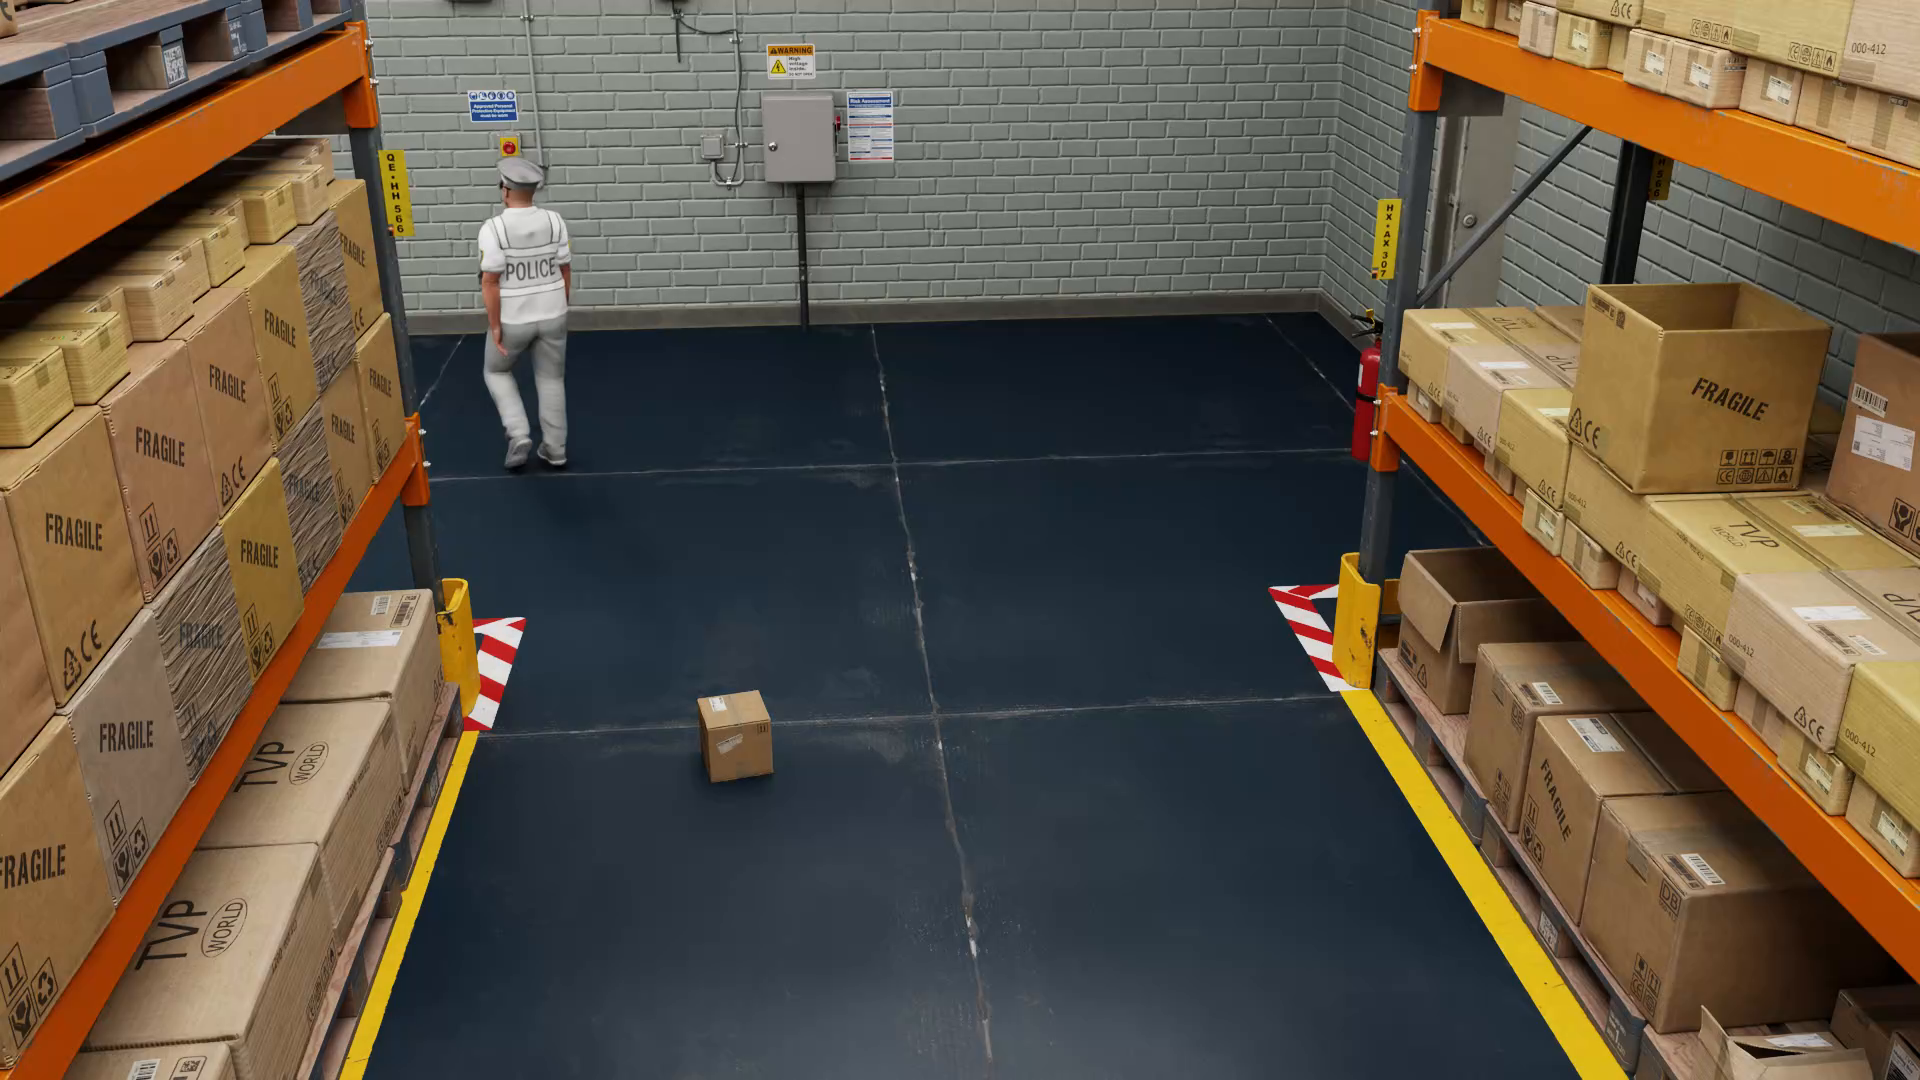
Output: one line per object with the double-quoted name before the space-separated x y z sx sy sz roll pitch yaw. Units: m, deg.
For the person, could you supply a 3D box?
"person" -2.466 -1.271 9.465 0.533 1.809 0.462 -13 27 -28
